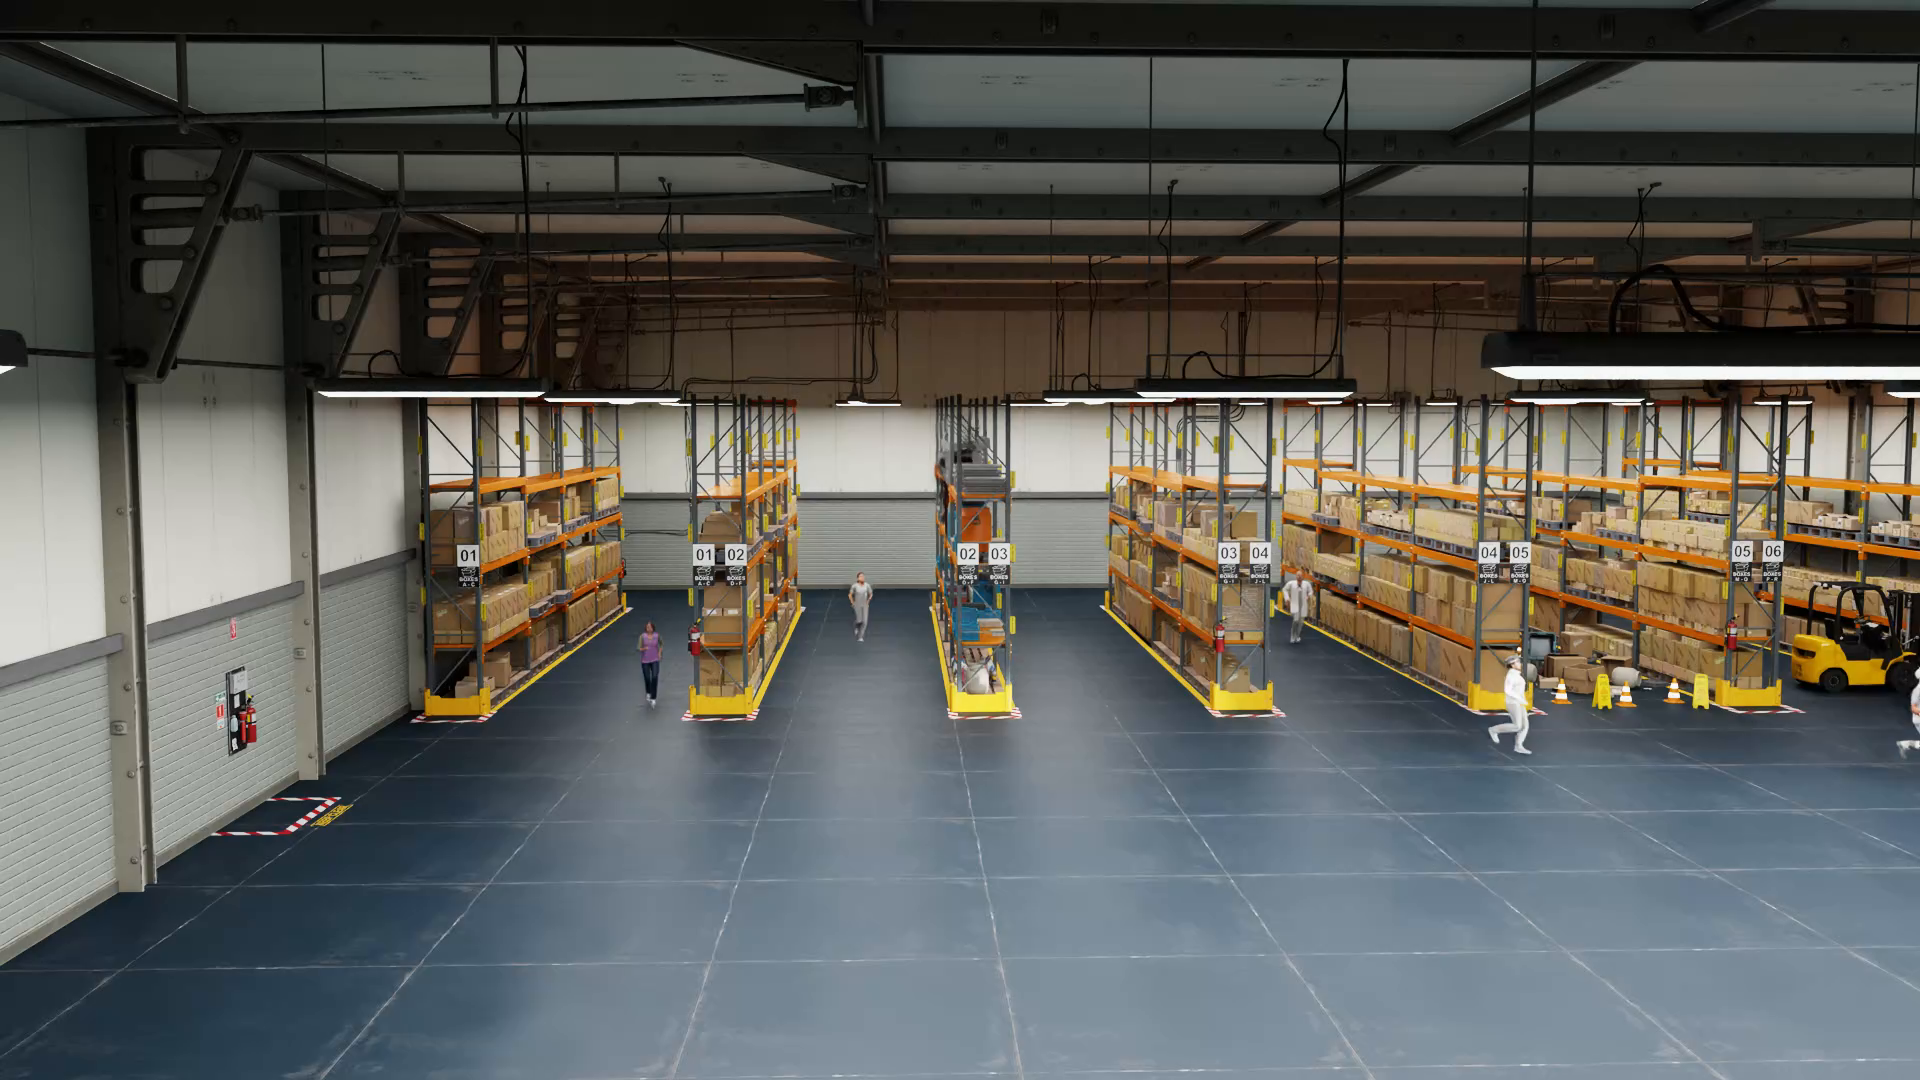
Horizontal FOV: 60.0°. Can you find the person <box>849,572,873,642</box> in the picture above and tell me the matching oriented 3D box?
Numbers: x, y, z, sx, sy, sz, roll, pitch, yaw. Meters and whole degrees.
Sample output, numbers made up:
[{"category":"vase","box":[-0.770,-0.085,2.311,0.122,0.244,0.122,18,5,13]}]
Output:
[{"category":"person","box":[-2.307,1.561,38.862,0.564,1.627,0.569,-1,5,-14]}]

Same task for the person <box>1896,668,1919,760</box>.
[{"category":"person","box":[14.975,2.836,25.931,0.671,1.726,0.669,4,6,39]}]

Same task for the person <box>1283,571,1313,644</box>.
[{"category":"person","box":[8.300,1.649,40.701,0.701,1.792,0.766,0,5,-3]}]

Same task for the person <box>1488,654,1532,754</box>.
[{"category":"person","box":[9.197,2.719,27.731,0.696,1.671,0.617,2,5,28]}]

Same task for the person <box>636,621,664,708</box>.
[{"category":"person","box":[-5.984,2.382,32.130,0.523,1.634,0.709,-1,5,-8]}]
